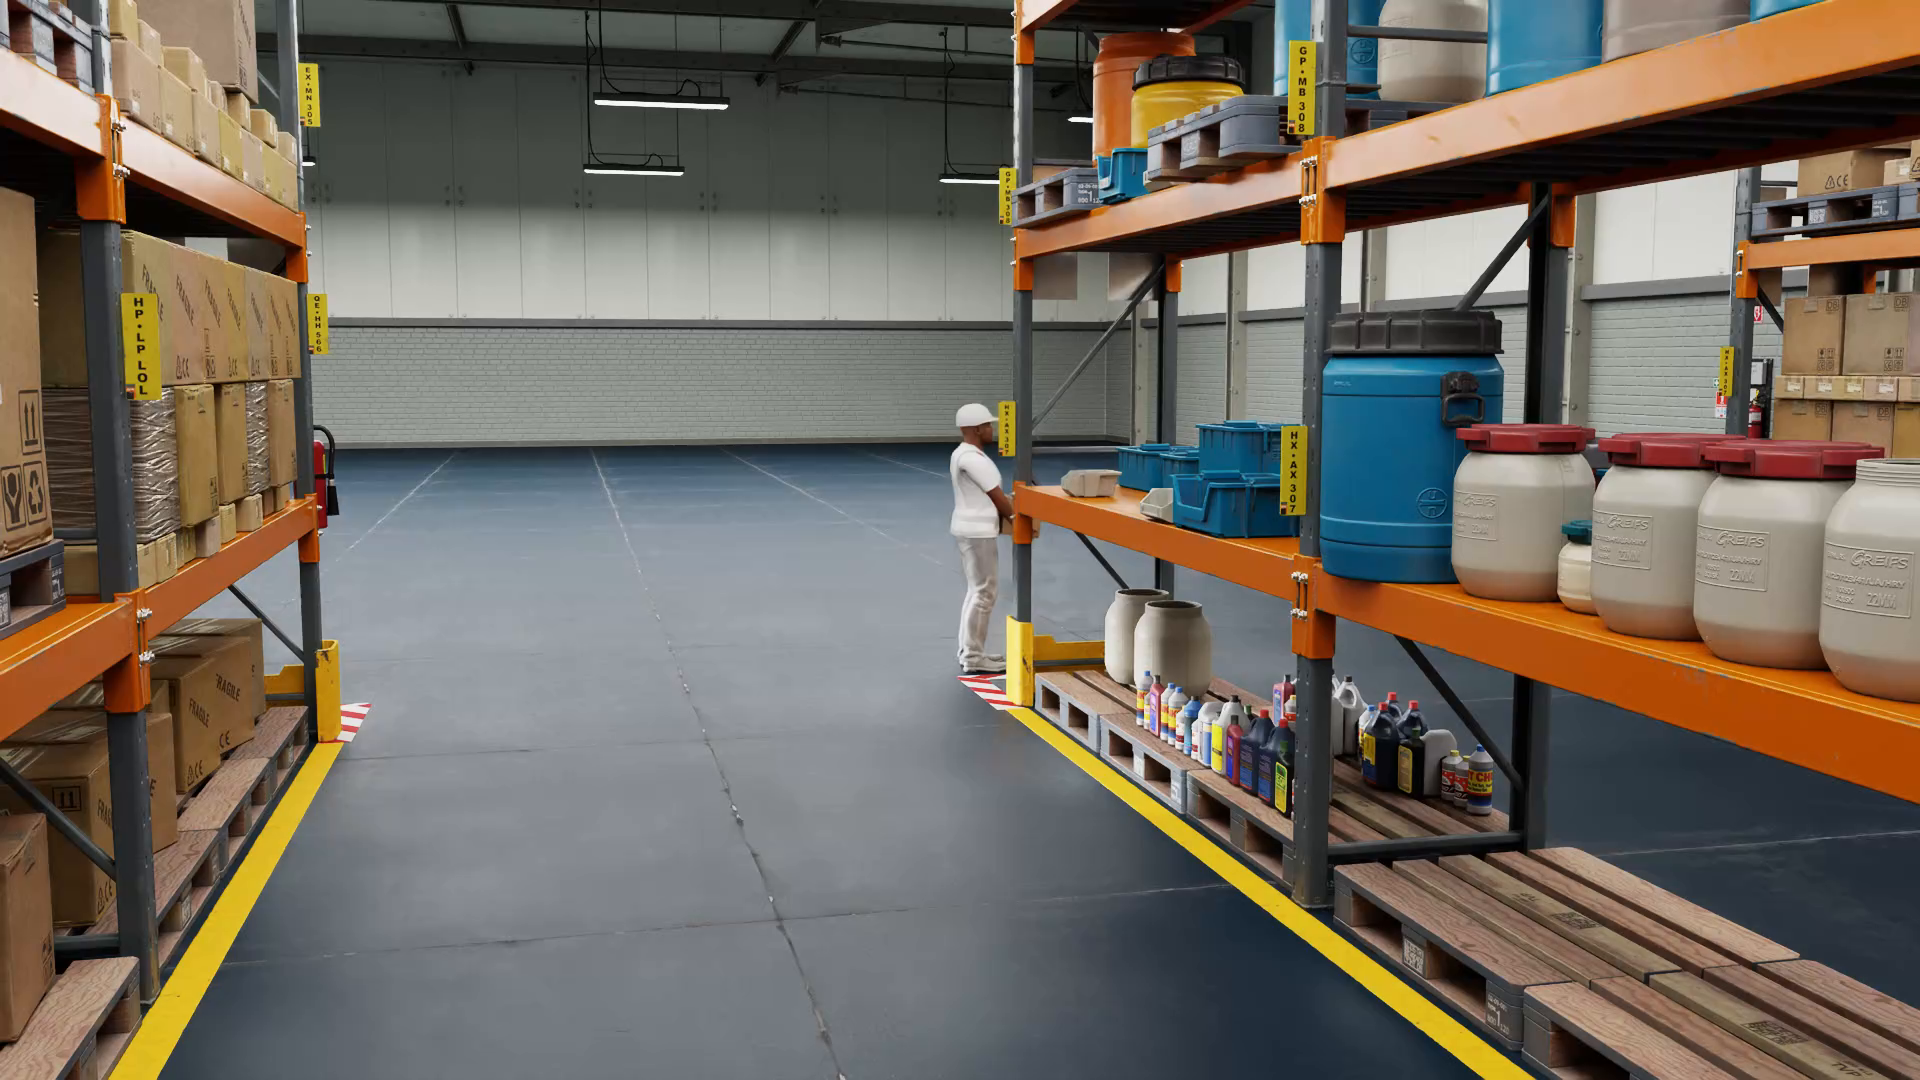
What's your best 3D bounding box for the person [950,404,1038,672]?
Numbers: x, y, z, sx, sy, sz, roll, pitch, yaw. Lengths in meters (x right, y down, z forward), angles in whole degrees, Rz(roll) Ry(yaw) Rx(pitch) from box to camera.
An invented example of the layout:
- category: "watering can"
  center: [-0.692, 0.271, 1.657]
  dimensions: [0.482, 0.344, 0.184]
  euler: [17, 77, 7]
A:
- category: "person"
  center: [0.218, -0.024, 11.076]
  dimensions: [0.559, 1.763, 0.505]
  euler: [-1, 6, -7]
